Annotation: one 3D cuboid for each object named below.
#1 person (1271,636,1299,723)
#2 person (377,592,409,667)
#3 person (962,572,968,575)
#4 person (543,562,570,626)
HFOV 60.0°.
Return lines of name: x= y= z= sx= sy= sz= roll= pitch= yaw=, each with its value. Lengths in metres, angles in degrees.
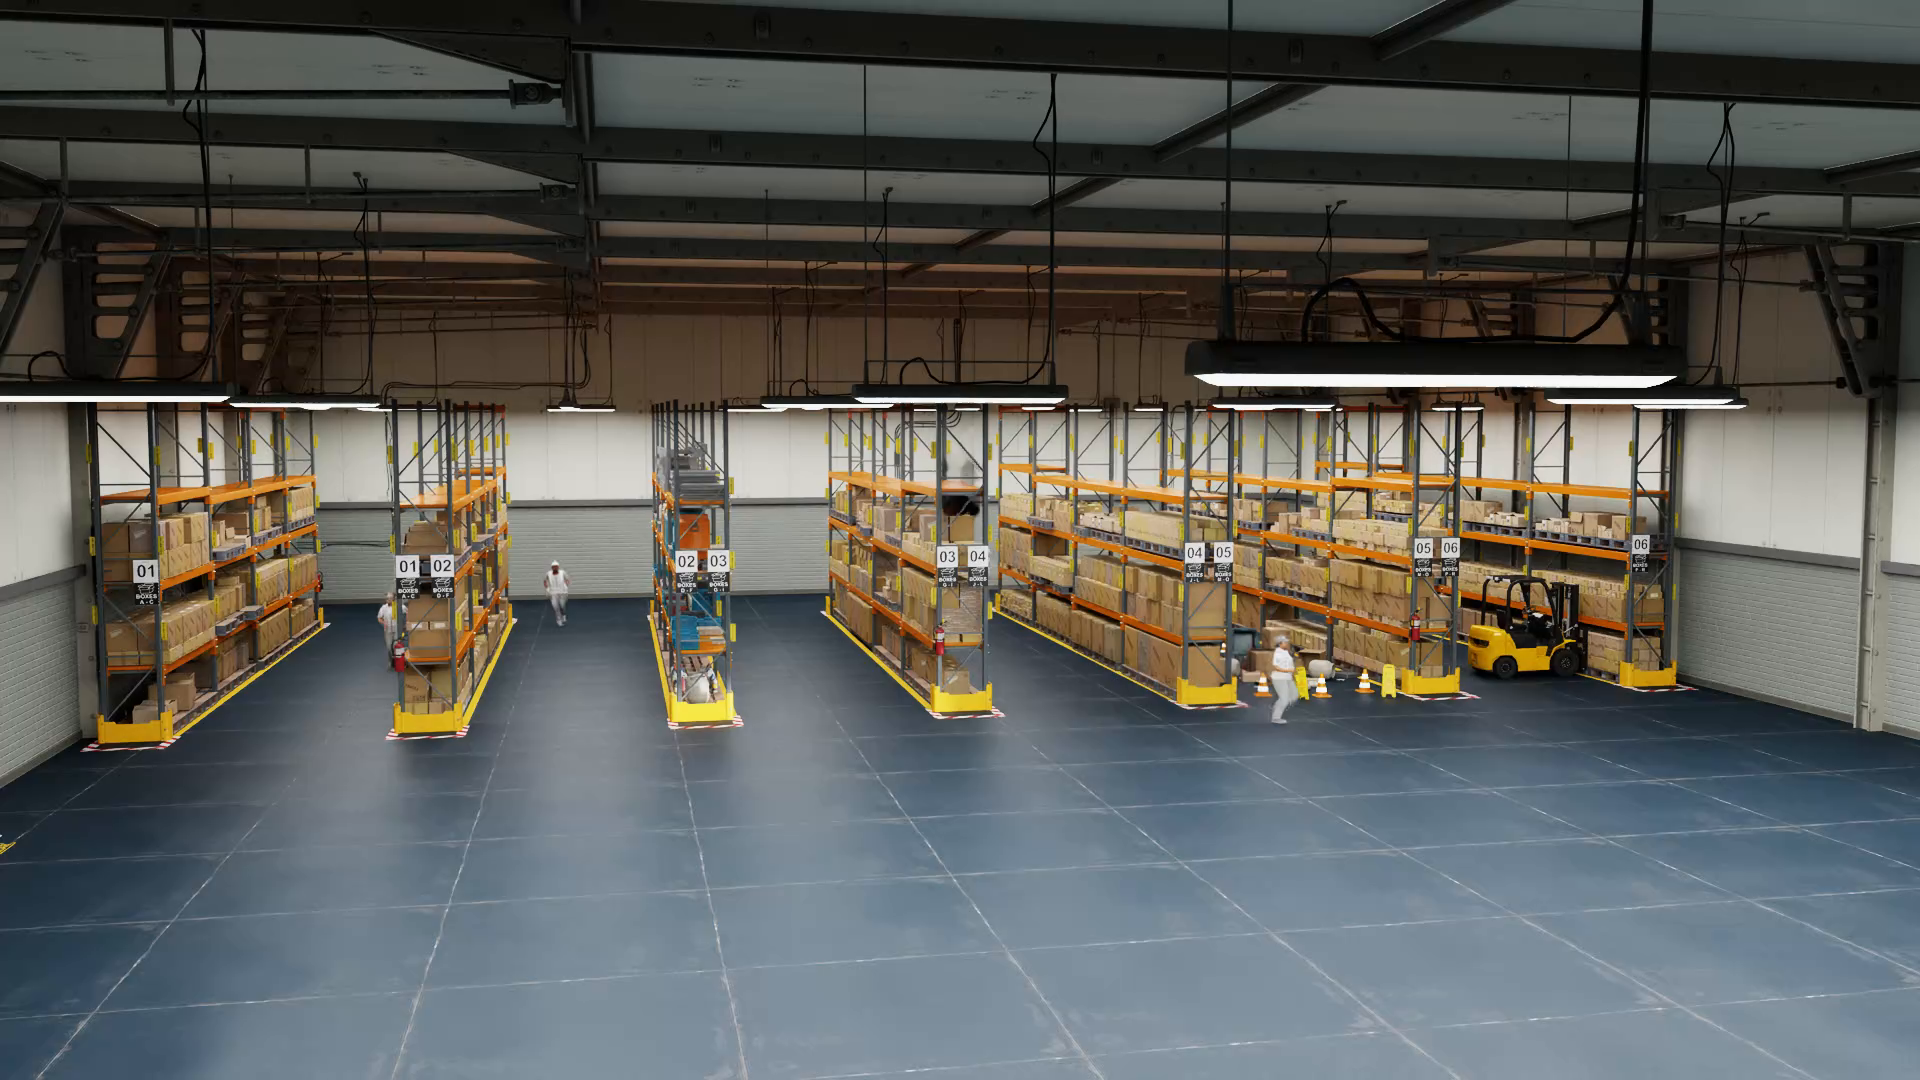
person: x=6.036 y=2.584 z=30.797 sx=0.540 sy=1.623 sz=0.595 roll=3 pitch=5 yaw=31
person: x=-12.751 y=2.025 z=37.430 sx=0.687 sy=1.738 sz=0.769 roll=-1 pitch=4 yaw=-9
person: x=-0.164 y=1.213 z=48.433 sx=0.715 sy=1.711 sz=0.548 roll=2 pitch=5 yaw=30
person: x=-10.970 y=1.445 z=45.236 sx=0.699 sy=1.752 sz=0.785 roll=-1 pitch=4 yaw=-8
